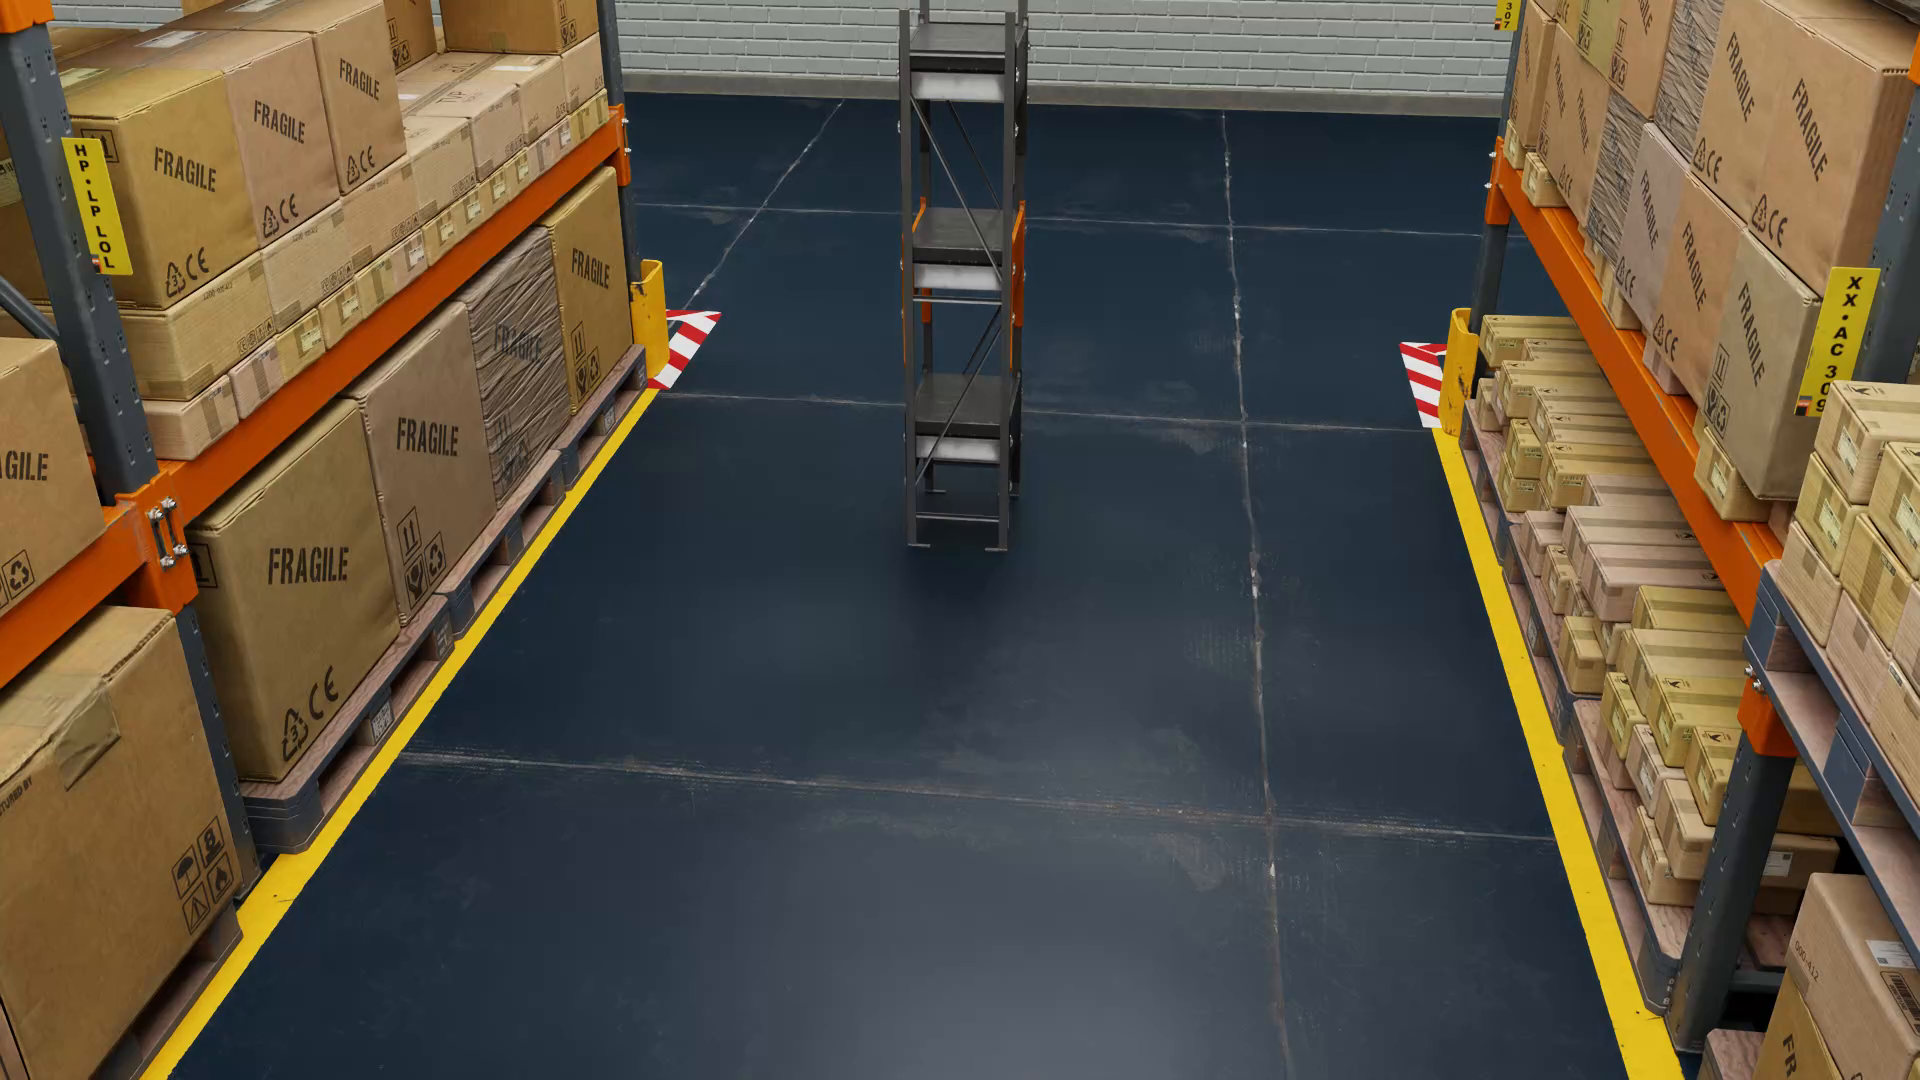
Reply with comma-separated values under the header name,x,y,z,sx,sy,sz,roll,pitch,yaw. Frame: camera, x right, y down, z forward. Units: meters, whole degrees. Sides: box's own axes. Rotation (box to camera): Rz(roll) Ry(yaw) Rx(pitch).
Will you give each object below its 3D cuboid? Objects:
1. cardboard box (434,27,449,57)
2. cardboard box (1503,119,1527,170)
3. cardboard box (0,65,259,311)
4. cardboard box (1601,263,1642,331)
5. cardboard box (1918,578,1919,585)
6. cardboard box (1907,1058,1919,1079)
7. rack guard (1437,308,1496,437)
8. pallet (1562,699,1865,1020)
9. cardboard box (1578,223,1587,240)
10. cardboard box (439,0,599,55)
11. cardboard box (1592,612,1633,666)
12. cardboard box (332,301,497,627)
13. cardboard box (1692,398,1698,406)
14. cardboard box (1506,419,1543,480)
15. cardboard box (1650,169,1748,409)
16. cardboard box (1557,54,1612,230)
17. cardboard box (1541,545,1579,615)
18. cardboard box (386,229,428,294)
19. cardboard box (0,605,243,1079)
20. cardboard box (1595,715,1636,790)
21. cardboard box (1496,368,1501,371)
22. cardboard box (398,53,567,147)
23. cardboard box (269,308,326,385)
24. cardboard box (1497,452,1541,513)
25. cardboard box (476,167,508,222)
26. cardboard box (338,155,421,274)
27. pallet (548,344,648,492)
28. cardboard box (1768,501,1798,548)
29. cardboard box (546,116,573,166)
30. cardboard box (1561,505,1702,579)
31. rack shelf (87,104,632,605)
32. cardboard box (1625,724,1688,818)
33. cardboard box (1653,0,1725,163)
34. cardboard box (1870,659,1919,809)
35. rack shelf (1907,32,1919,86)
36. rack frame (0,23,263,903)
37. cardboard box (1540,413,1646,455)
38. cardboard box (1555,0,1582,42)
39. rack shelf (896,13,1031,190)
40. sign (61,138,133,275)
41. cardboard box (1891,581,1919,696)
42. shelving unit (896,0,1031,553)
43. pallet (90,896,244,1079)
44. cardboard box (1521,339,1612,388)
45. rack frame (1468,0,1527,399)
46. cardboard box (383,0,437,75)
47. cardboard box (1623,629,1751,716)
name,x,y,z,sx,sy,sz,roll,pitch,yaw
cardboard box,-2.399,-2.068,7.270,0.500,0.250,0.500,3,28,5
cardboard box,2.473,-1.633,6.884,0.380,0.149,0.250,3,28,6
cardboard box,-2.250,-0.936,4.379,0.500,0.500,0.500,3,28,6
cardboard box,2.271,-0.772,5.286,0.380,0.149,0.250,4,29,7
cardboard box,1.781,0.080,2.634,0.380,0.149,0.250,4,29,7
cardboard box,1.932,1.174,2.810,0.500,0.250,0.500,4,29,8
rack guard,2.828,-0.741,7.599,1.175,0.500,0.348,3,28,6
pallet,2.395,0.915,4.829,1.003,0.211,1.213,3,28,6
cardboard box,2.443,-1.131,5.952,0.380,0.149,0.250,3,28,6
cardboard box,-1.871,-2.364,7.029,0.500,0.500,0.500,4,29,7
cardboard box,2.247,0.289,5.300,0.380,0.149,0.250,4,29,7
cardboard box,-2.292,-0.310,5.959,0.875,0.875,0.875,3,28,6
cardboard box,2.265,-0.399,4.593,0.380,0.149,0.250,3,28,5
cardboard box,2.348,-0.346,6.479,0.380,0.149,0.250,4,29,8
cardboard box,2.191,-0.658,4.390,0.500,0.500,0.500,3,28,5
cardboard box,2.396,-1.374,5.719,0.500,0.500,0.500,4,29,7
cardboard box,2.280,0.150,5.873,0.380,0.149,0.250,3,28,6
cardboard box,-2.038,-0.950,5.615,0.380,0.149,0.250,4,29,7
cardboard box,-2.621,0.723,4.044,1.225,0.875,0.875,3,29,6
cardboard box,2.141,0.626,4.989,0.380,0.149,0.250,2,28,5
cardboard box,2.519,-0.707,7.148,0.380,0.149,0.250,5,29,8
cardboard box,-1.931,-1.796,6.765,0.500,0.250,0.500,3,28,5
cardboard box,-2.132,-0.587,4.943,0.380,0.149,0.250,4,29,8
cardboard box,2.341,-0.220,6.559,0.380,0.149,0.250,4,29,7
cardboard box,-1.944,-1.313,6.289,0.380,0.149,0.250,3,29,6
cardboard box,-2.121,-1.079,5.435,0.500,0.250,0.500,4,29,7
pallet,-2.093,-0.605,7.650,1.003,0.211,1.213,3,28,6
cardboard box,2.150,-0.032,3.912,0.380,0.149,0.250,3,28,6
cardboard box,-1.851,-1.675,6.961,0.380,0.149,0.250,3,29,6
cardboard box,2.220,0.013,5.499,0.380,0.149,0.250,2,28,4
rack shelf,-2.317,-0.955,6.119,1.077,0.370,4.000,3,28,6
cardboard box,2.092,0.650,4.631,0.380,0.149,0.250,2,28,4
cardboard box,2.272,-1.330,4.584,0.500,0.500,0.500,4,29,8
cardboard box,1.780,0.338,2.782,0.380,0.149,0.250,4,29,7
rack shelf,2.593,-1.940,4.784,1.077,0.370,4.000,3,28,6
rack frame,-2.562,-0.330,4.201,1.000,3.000,0.127,3,28,6
cardboard box,2.372,-0.343,6.160,0.380,0.149,0.250,4,29,8
cardboard box,2.464,-2.059,5.936,0.500,0.500,0.500,4,29,8
rack shelf,0.020,-1.607,6.071,0.431,0.518,0.480,3,28,6
sign,-2.023,-0.778,3.895,0.100,0.325,0.005,3,28,6
cardboard box,1.782,0.202,2.720,0.380,0.149,0.250,4,29,7
shelving unit,0.020,-1.002,6.397,0.431,2.100,0.503,3,28,6
pallet,-2.582,1.265,4.180,1.003,0.211,1.213,3,28,6
cardboard box,2.522,-0.706,6.833,0.380,0.149,0.250,4,29,7
rack frame,2.838,-1.877,7.072,1.000,3.000,0.127,3,28,6
cardboard box,-2.460,-2.163,6.656,0.500,0.500,0.500,3,28,5
cardboard box,2.148,0.391,4.798,0.380,0.149,0.250,3,28,6
